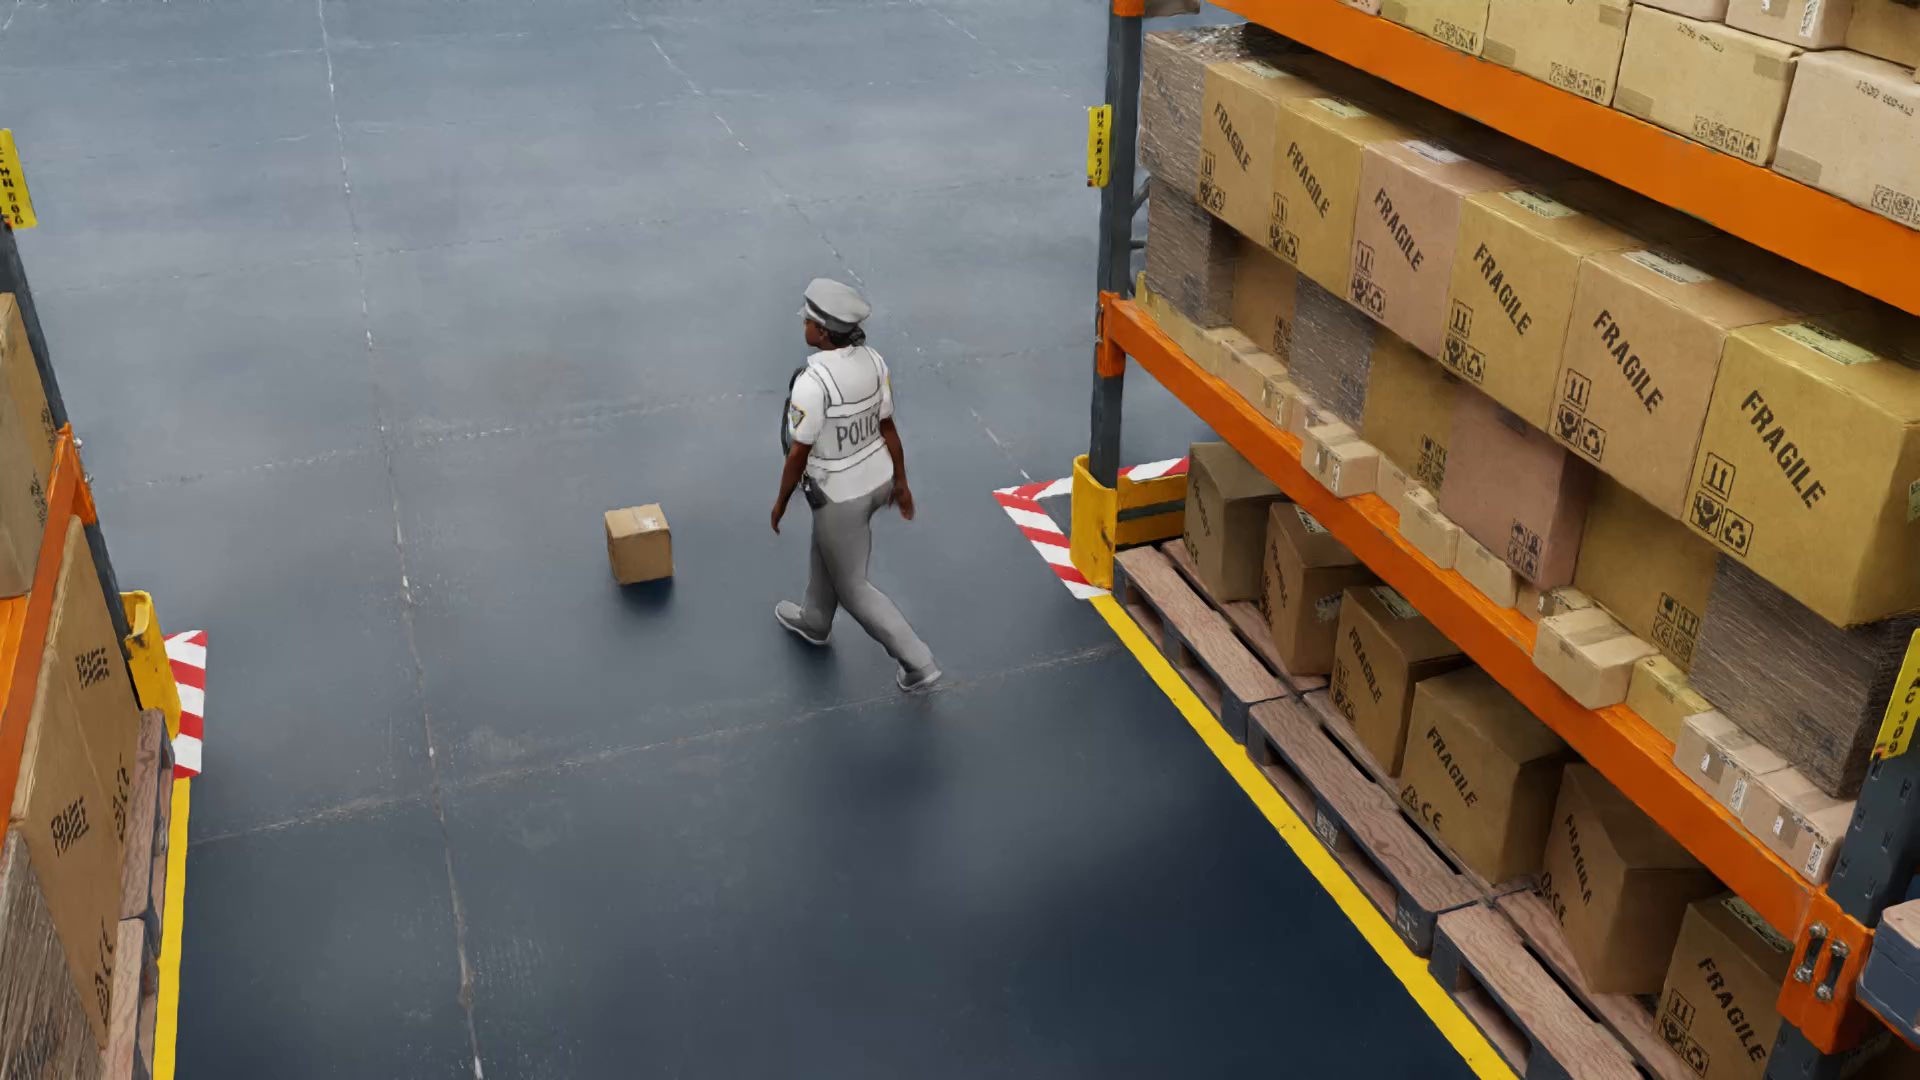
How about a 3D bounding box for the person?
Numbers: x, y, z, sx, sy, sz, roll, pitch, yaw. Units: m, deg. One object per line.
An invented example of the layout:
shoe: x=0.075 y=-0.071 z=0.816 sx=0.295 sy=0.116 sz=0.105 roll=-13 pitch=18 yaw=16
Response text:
person: x=-0.427 y=-0.195 z=6.445 sx=0.975 sy=1.648 sz=0.470 roll=18 pitch=35 yaw=28
